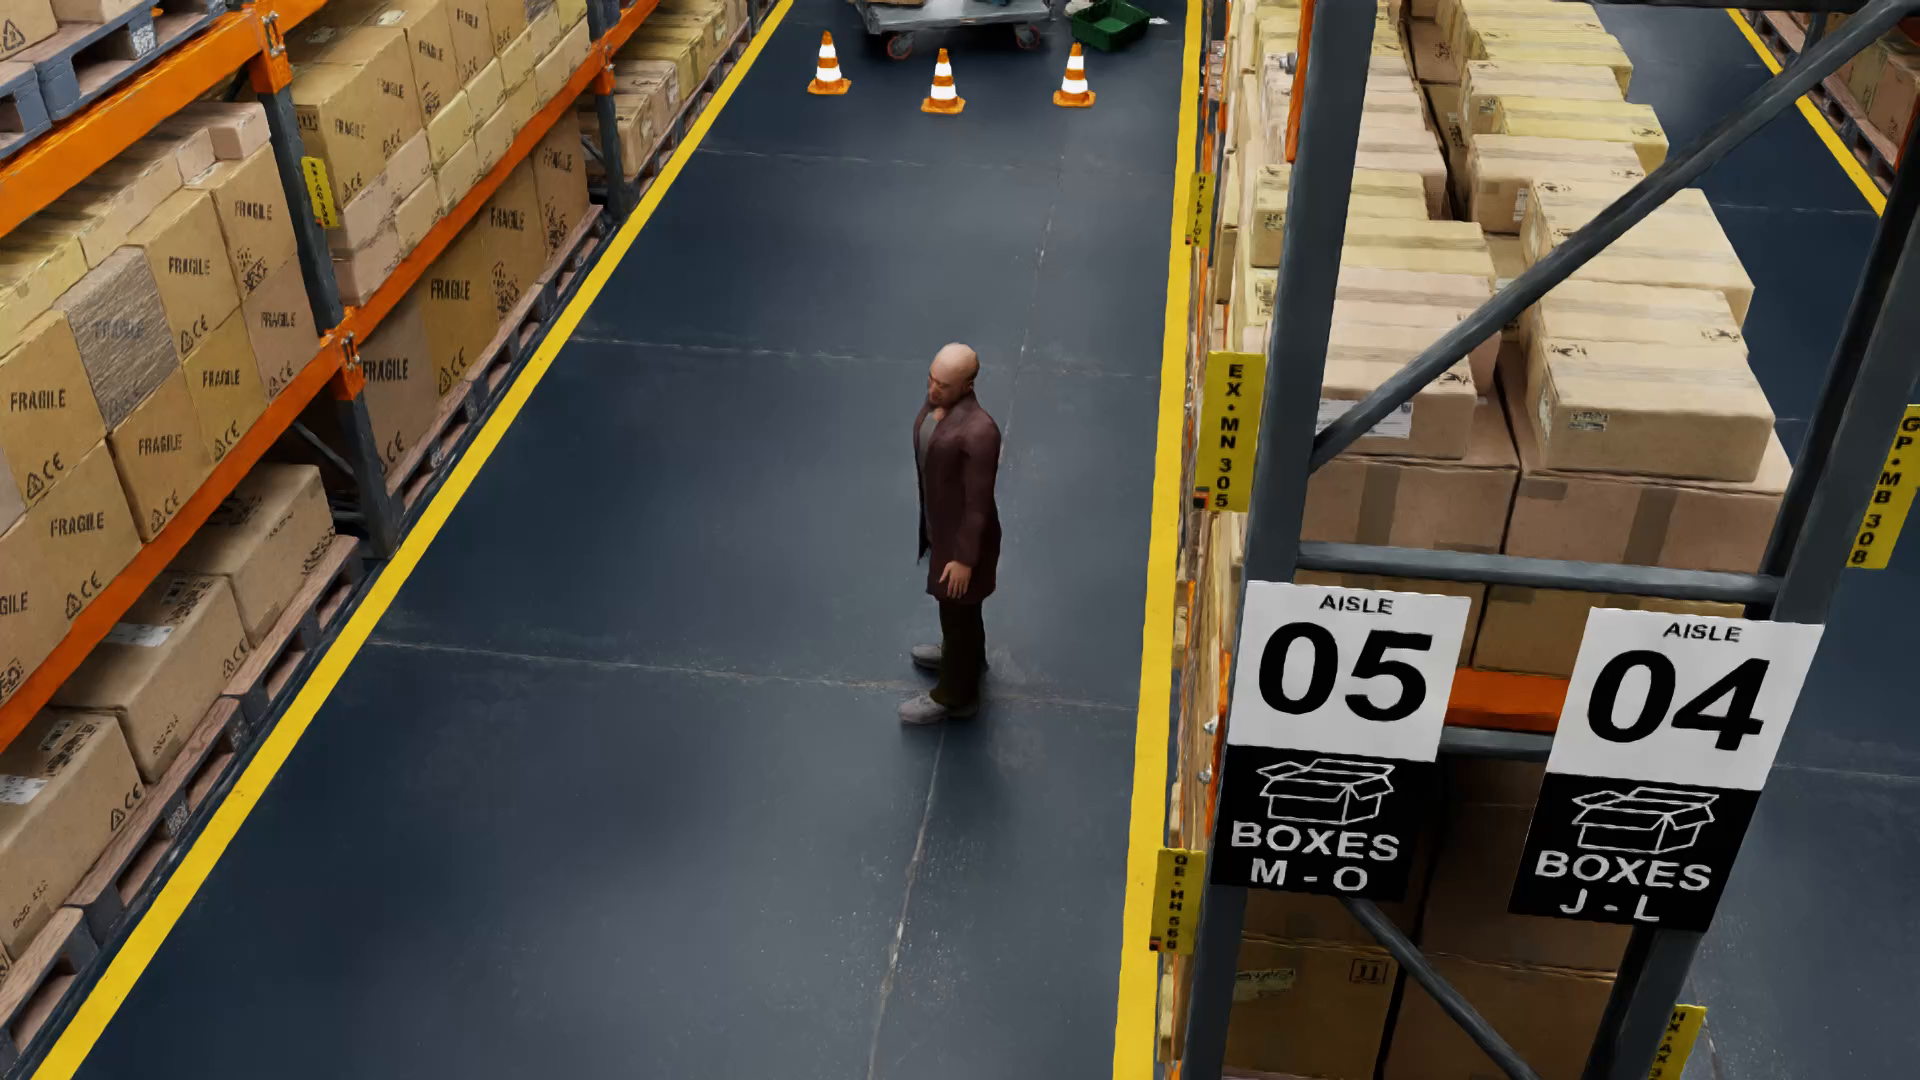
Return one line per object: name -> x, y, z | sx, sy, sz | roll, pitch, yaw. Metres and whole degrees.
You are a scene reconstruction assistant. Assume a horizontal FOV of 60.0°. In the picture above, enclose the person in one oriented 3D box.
person -> -0.079, 0.053, 7.092 | 0.517, 1.598, 0.650 | -12, 37, -16
